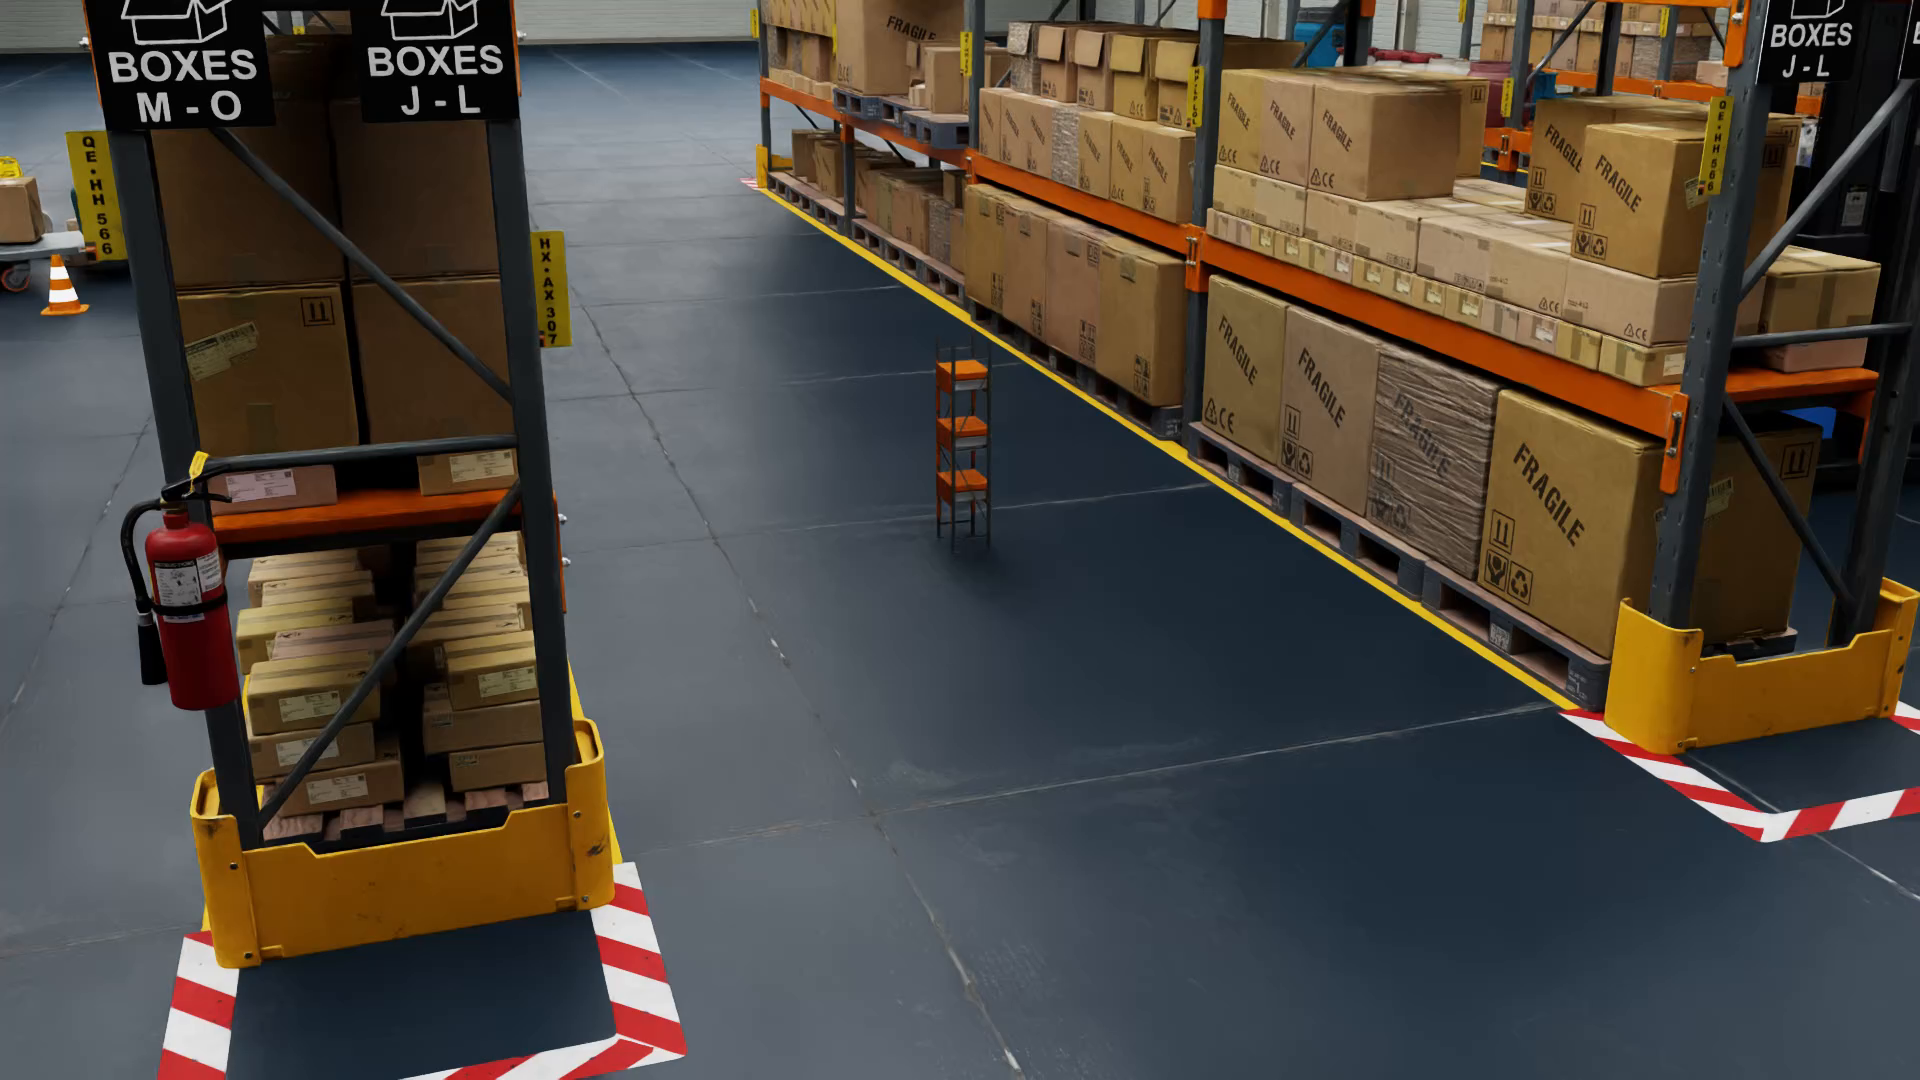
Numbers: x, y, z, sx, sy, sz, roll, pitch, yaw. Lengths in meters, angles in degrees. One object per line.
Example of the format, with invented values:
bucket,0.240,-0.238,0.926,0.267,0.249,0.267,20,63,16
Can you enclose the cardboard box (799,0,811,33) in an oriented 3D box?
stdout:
cardboard box,-1.411,-5.674,17.708,0.500,0.500,0.500,-6,21,-17

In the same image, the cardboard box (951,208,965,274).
cardboard box,0.334,-2.540,14.097,0.700,0.500,0.500,-8,21,-20

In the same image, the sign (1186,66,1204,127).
sign,1.309,-2.460,9.231,0.100,0.325,0.005,-6,21,-17

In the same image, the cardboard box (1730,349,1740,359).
cardboard box,3.198,-0.842,6.695,0.380,0.149,0.250,-7,21,-18

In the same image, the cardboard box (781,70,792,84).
cardboard box,-1.865,-5.387,19.347,0.380,0.149,0.250,-6,21,-17

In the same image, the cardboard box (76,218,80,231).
cardboard box,-8.101,-3.106,16.118,0.797,0.637,0.503,-6,21,-17

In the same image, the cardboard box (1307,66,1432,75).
cardboard box,2.219,-2.316,9.100,0.500,0.500,0.500,-6,21,-16

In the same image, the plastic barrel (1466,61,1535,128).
plastic barrel,4.832,-4.003,14.924,0.600,0.536,0.708,-6,21,-17

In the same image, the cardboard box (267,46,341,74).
cardboard box,-2.703,-1.675,6.577,0.500,0.500,0.500,-6,21,-16

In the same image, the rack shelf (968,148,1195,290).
rack shelf,1.192,-2.316,11.491,1.077,0.370,4.000,-6,21,-17

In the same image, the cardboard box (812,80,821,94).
cardboard box,-1.386,-4.906,18.009,0.380,0.149,0.250,-6,21,-17

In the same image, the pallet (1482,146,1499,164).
pallet,7.735,-5.362,23.032,1.003,0.211,1.213,-6,21,-17

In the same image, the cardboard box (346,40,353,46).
cardboard box,-2.348,-1.888,7.169,0.500,0.500,0.500,-7,21,-19

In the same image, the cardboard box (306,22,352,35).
cardboard box,-4.308,-3.465,11.998,0.700,0.500,0.500,-7,21,-17

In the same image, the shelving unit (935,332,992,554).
shelving unit,0.017,-0.477,8.191,0.215,1.050,0.252,-6,21,-17

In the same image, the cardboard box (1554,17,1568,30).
cardboard box,7.856,-6.625,21.317,0.380,0.149,0.250,-6,21,-17

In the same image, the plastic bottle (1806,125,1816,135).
plastic bottle,6.304,-2.951,12.377,0.152,0.276,0.135,-6,21,-17

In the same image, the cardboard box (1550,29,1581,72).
cardboard box,8.078,-6.314,21.411,0.700,0.500,0.500,-6,21,-16

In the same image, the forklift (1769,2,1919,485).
forklift,5.043,-1.850,9.232,3.031,2.935,1.130,-5,20,-15

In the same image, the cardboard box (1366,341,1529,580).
cardboard box,2.515,-0.416,7.658,0.875,0.875,0.875,-6,21,-17

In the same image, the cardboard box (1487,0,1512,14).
cardboard box,7.606,-7.404,22.527,0.700,0.500,0.500,-6,21,-17

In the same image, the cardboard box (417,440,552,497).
cardboard box,-1.453,-0.255,5.061,0.380,0.149,0.250,-7,21,-18

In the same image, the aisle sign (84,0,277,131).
aisle sign,-1.924,-1.403,4.039,0.394,0.787,0.004,-6,21,-17

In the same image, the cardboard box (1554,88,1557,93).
cardboard box,7.906,-6.031,23.107,0.500,0.500,0.500,-6,21,-17

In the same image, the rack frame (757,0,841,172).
rack frame,-1.951,-5.864,20.304,1.000,3.000,0.127,-6,21,-17

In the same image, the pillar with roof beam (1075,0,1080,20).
pillar with roof beam,-0.319,-19.303,48.846,9.100,9.000,0.400,-6,21,-17

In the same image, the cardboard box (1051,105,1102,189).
cardboard box,0.942,-2.669,11.261,0.500,0.500,0.500,-6,21,-17

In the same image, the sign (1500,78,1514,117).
sign,4.745,-3.839,14.425,0.100,0.325,0.005,-6,21,-17

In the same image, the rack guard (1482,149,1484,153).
rack guard,7.447,-5.746,23.675,1.175,0.500,0.348,-6,21,-17

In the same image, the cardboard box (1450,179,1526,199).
cardboard box,2.534,-1.639,8.323,0.500,0.250,0.500,-6,21,-16

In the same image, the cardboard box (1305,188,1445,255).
cardboard box,2.040,-1.578,8.154,0.500,0.250,0.500,-6,21,-16

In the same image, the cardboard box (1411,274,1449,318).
cardboard box,2.249,-1.101,7.416,0.380,0.149,0.250,-6,21,-17

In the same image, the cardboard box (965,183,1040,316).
cardboard box,0.761,-2.270,12.822,1.225,0.875,0.875,-7,21,-20

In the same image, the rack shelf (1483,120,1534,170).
rack shelf,4.637,-4.126,16.530,1.077,0.370,4.000,-6,21,-17

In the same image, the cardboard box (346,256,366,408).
cardboard box,-2.205,-0.704,5.352,0.500,0.500,0.500,-7,21,-18

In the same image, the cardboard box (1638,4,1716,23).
cardboard box,8.566,-6.431,19.816,0.700,0.500,0.500,-6,21,-17

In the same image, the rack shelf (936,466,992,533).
rack shelf,0.017,-0.205,8.289,0.215,0.259,0.240,-6,21,-17

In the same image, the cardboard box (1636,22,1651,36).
cardboard box,8.347,-6.128,19.932,0.380,0.149,0.250,-7,21,-18

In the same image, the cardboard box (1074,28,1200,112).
cardboard box,1.197,-3.155,11.132,0.797,0.503,0.637,-6,21,-15

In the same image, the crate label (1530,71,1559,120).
crate label,5.210,-4.187,15.583,0.502,0.435,0.616,-6,21,-17

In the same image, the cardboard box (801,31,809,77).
cardboard box,-1.271,-5.397,18.417,0.875,0.500,0.500,-6,21,-17

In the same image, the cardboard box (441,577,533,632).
cardboard box,-1.663,0.255,5.985,0.380,0.149,0.250,-6,21,-17

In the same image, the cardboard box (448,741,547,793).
cardboard box,-1.523,0.707,5.606,0.380,0.149,0.250,-6,21,-16

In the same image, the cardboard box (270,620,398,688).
cardboard box,-2.094,0.400,5.582,0.380,0.149,0.250,-6,21,-16

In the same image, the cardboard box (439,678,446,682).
cardboard box,-1.616,0.480,5.798,0.380,0.149,0.250,-6,21,-17

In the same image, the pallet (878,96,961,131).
pallet,-0.098,-3.837,14.946,1.003,0.211,1.213,-6,21,-17

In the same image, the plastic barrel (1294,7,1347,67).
plastic barrel,3.842,-5.186,17.676,0.600,0.901,0.708,-6,21,-17

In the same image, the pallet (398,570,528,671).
pallet,-2.288,0.398,6.996,1.003,0.211,1.213,-6,21,-17

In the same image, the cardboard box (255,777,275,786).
cardboard box,-2.203,0.691,5.652,0.380,0.149,0.250,-6,21,-16

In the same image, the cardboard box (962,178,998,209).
cardboard box,0.324,-2.892,13.968,0.500,0.250,0.500,-6,20,-15

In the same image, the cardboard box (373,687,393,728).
cardboard box,-2.130,0.541,5.629,0.380,0.149,0.250,-7,21,-18

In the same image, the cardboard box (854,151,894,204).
cardboard box,-0.969,-3.917,17.961,0.500,0.500,0.500,0,20,0

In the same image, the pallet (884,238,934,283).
pallet,-0.060,-2.626,15.415,1.003,0.211,1.213,-6,21,-17

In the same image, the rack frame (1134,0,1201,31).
rack frame,2.751,-6.390,21.769,1.000,3.000,0.127,-6,21,-17

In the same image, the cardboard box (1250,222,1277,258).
cardboard box,1.764,-1.596,8.793,0.380,0.149,0.250,-6,21,-15
